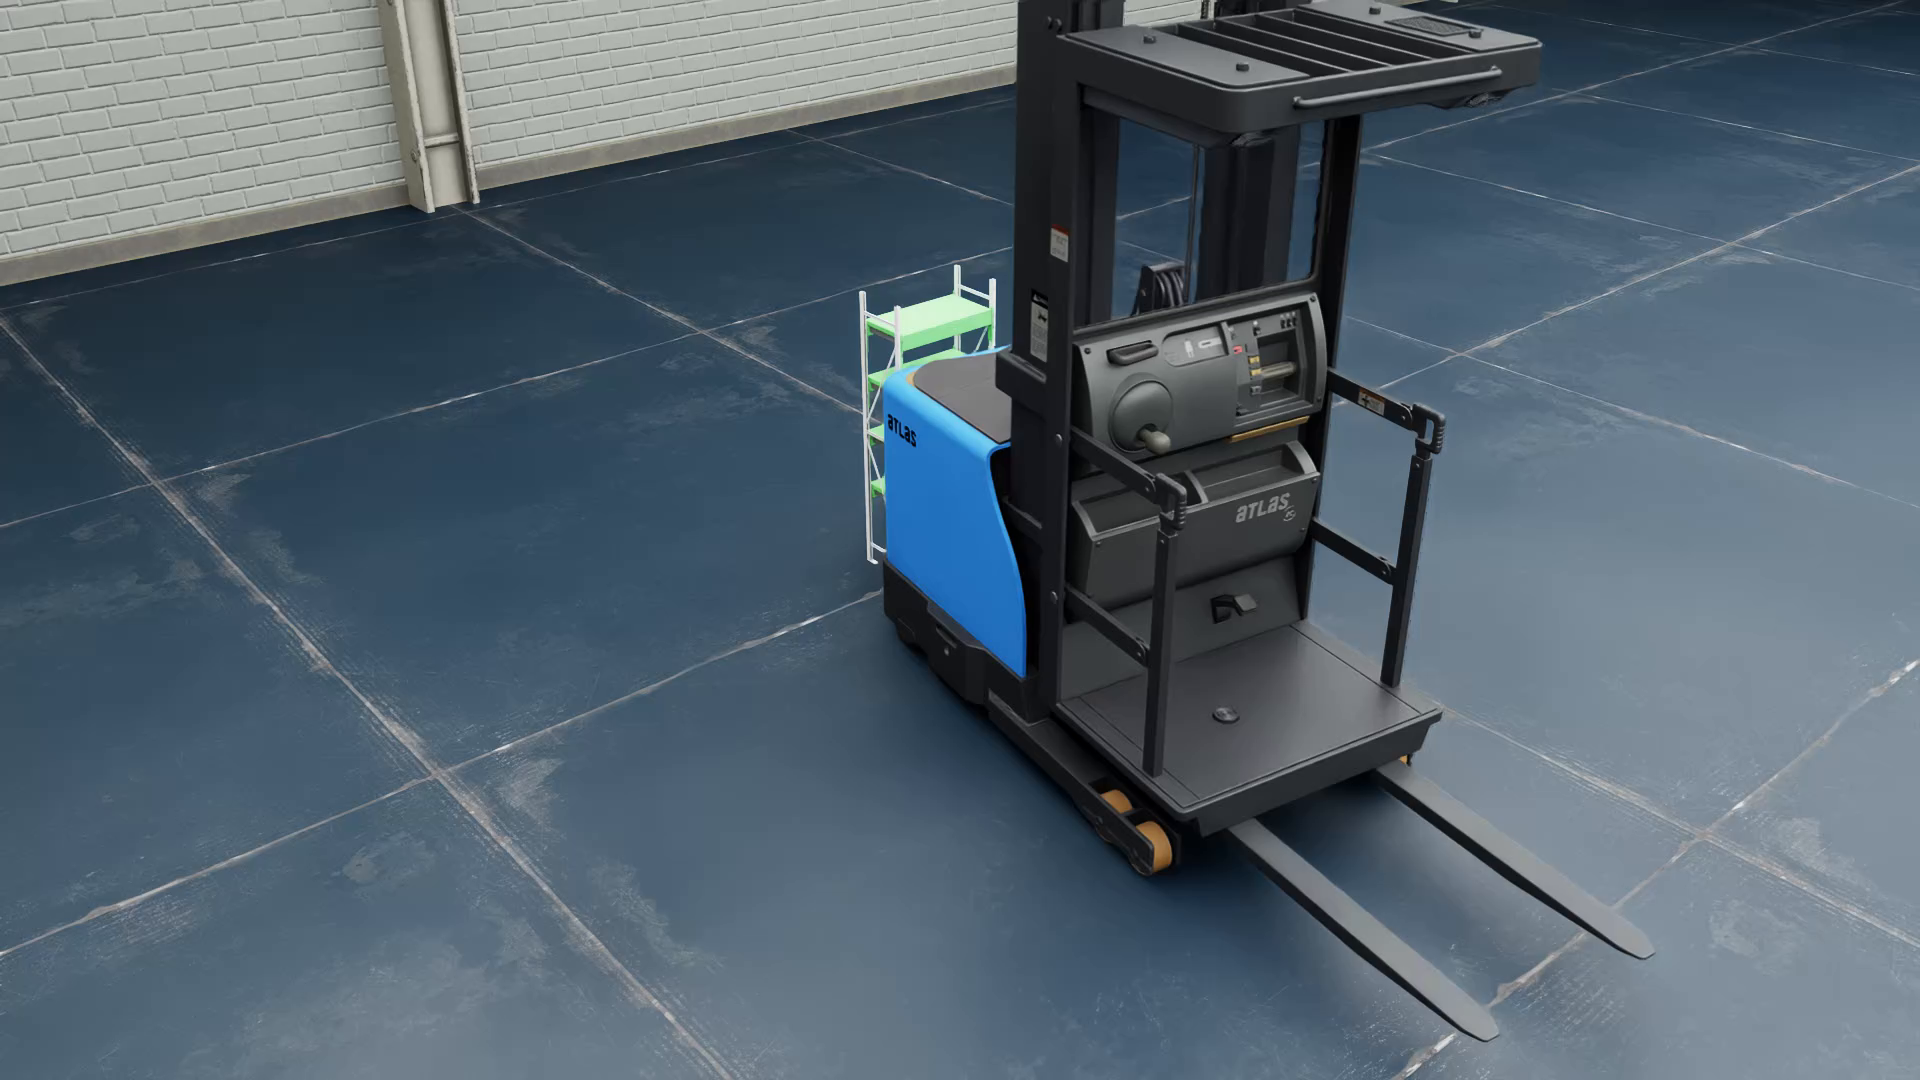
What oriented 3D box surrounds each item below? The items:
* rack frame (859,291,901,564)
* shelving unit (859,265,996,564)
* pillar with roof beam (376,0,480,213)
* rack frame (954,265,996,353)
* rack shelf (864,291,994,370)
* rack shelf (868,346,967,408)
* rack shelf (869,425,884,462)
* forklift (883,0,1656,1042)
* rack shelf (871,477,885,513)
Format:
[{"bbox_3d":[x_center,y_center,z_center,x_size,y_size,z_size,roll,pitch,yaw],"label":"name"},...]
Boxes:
[{"bbox_3d":[-0.312,-0.404,6.733,0.015,1.200,0.240,-22,35,-35],"label":"rack frame"},{"bbox_3d":[-0.126,-0.479,6.872,0.503,1.200,0.258,-22,35,-35],"label":"shelving unit"},{"bbox_3d":[-0.828,-4.796,6.677,0.400,9.000,9.100,-22,35,-35],"label":"pillar with roof beam"},{"bbox_3d":[0.060,-0.553,7.012,0.015,1.200,0.240,-22,35,-35],"label":"rack frame"},{"bbox_3d":[-0.126,-0.846,6.676,0.480,0.148,0.258,-22,35,-35],"label":"rack shelf"},{"bbox_3d":[-0.126,-0.634,6.789,0.480,0.148,0.258,-22,35,-35],"label":"rack shelf"},{"bbox_3d":[-0.126,-0.422,6.903,0.480,0.148,0.258,-22,35,-35],"label":"rack shelf"},{"bbox_3d":[0.883,-0.483,5.044,1.130,2.935,3.031,-16,32,-27],"label":"forklift"},{"bbox_3d":[-0.126,-0.211,7.016,0.480,0.148,0.258,-22,35,-35],"label":"rack shelf"}]
